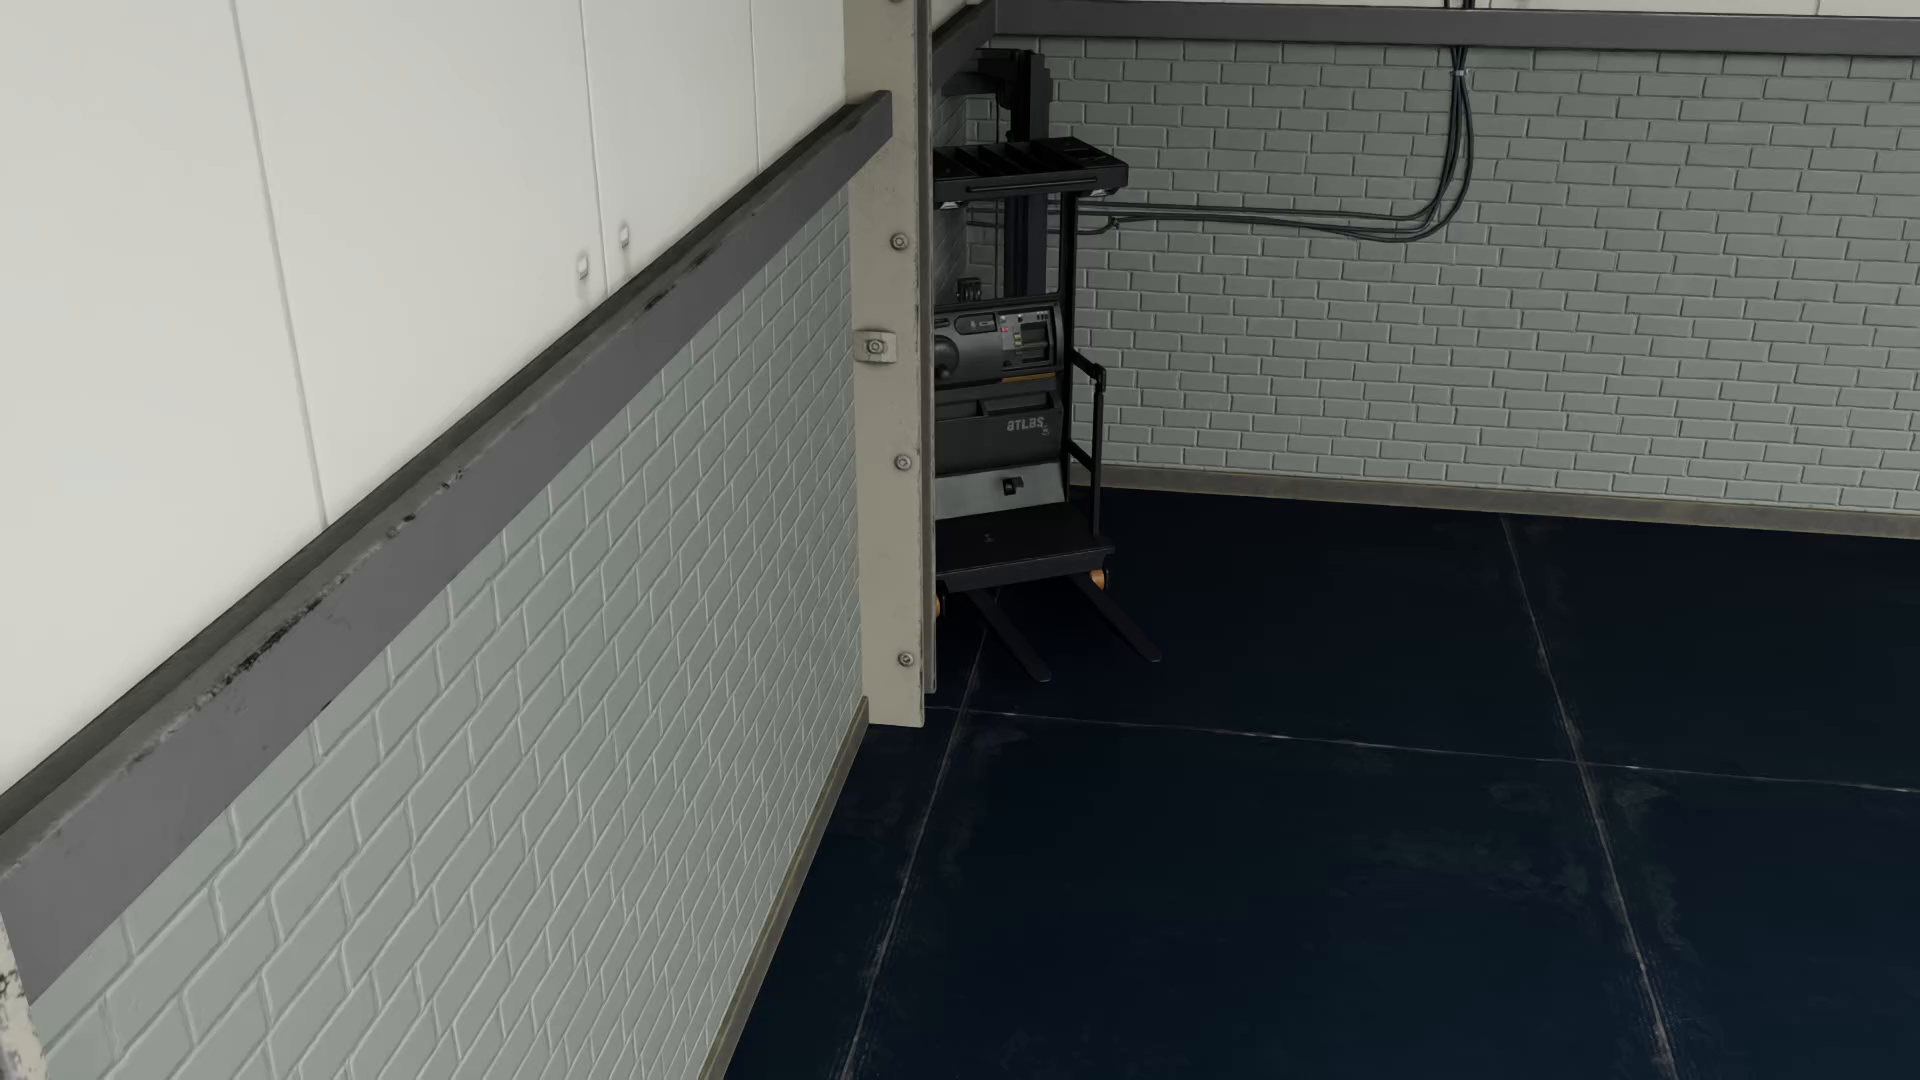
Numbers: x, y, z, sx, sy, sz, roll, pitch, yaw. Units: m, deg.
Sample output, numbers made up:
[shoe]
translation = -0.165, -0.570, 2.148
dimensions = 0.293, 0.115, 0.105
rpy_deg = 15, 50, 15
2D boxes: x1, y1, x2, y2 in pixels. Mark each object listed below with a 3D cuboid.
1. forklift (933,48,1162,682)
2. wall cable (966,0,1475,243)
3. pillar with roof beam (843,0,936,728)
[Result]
[forklift]
translation = 0.208, -1.077, 9.094
dimensions = 1.130, 2.935, 3.031
rpy_deg = -8, 26, -17
[wall cable]
translation = 1.480, -2.972, 9.647
dimensions = 3.097, 2.526, 0.112
rpy_deg = 4, 25, 9
[pillar with roof beam]
translation = 3.941, -2.939, 5.915
dimensions = 9.100, 9.000, 0.400
rpy_deg = 4, 25, 9
